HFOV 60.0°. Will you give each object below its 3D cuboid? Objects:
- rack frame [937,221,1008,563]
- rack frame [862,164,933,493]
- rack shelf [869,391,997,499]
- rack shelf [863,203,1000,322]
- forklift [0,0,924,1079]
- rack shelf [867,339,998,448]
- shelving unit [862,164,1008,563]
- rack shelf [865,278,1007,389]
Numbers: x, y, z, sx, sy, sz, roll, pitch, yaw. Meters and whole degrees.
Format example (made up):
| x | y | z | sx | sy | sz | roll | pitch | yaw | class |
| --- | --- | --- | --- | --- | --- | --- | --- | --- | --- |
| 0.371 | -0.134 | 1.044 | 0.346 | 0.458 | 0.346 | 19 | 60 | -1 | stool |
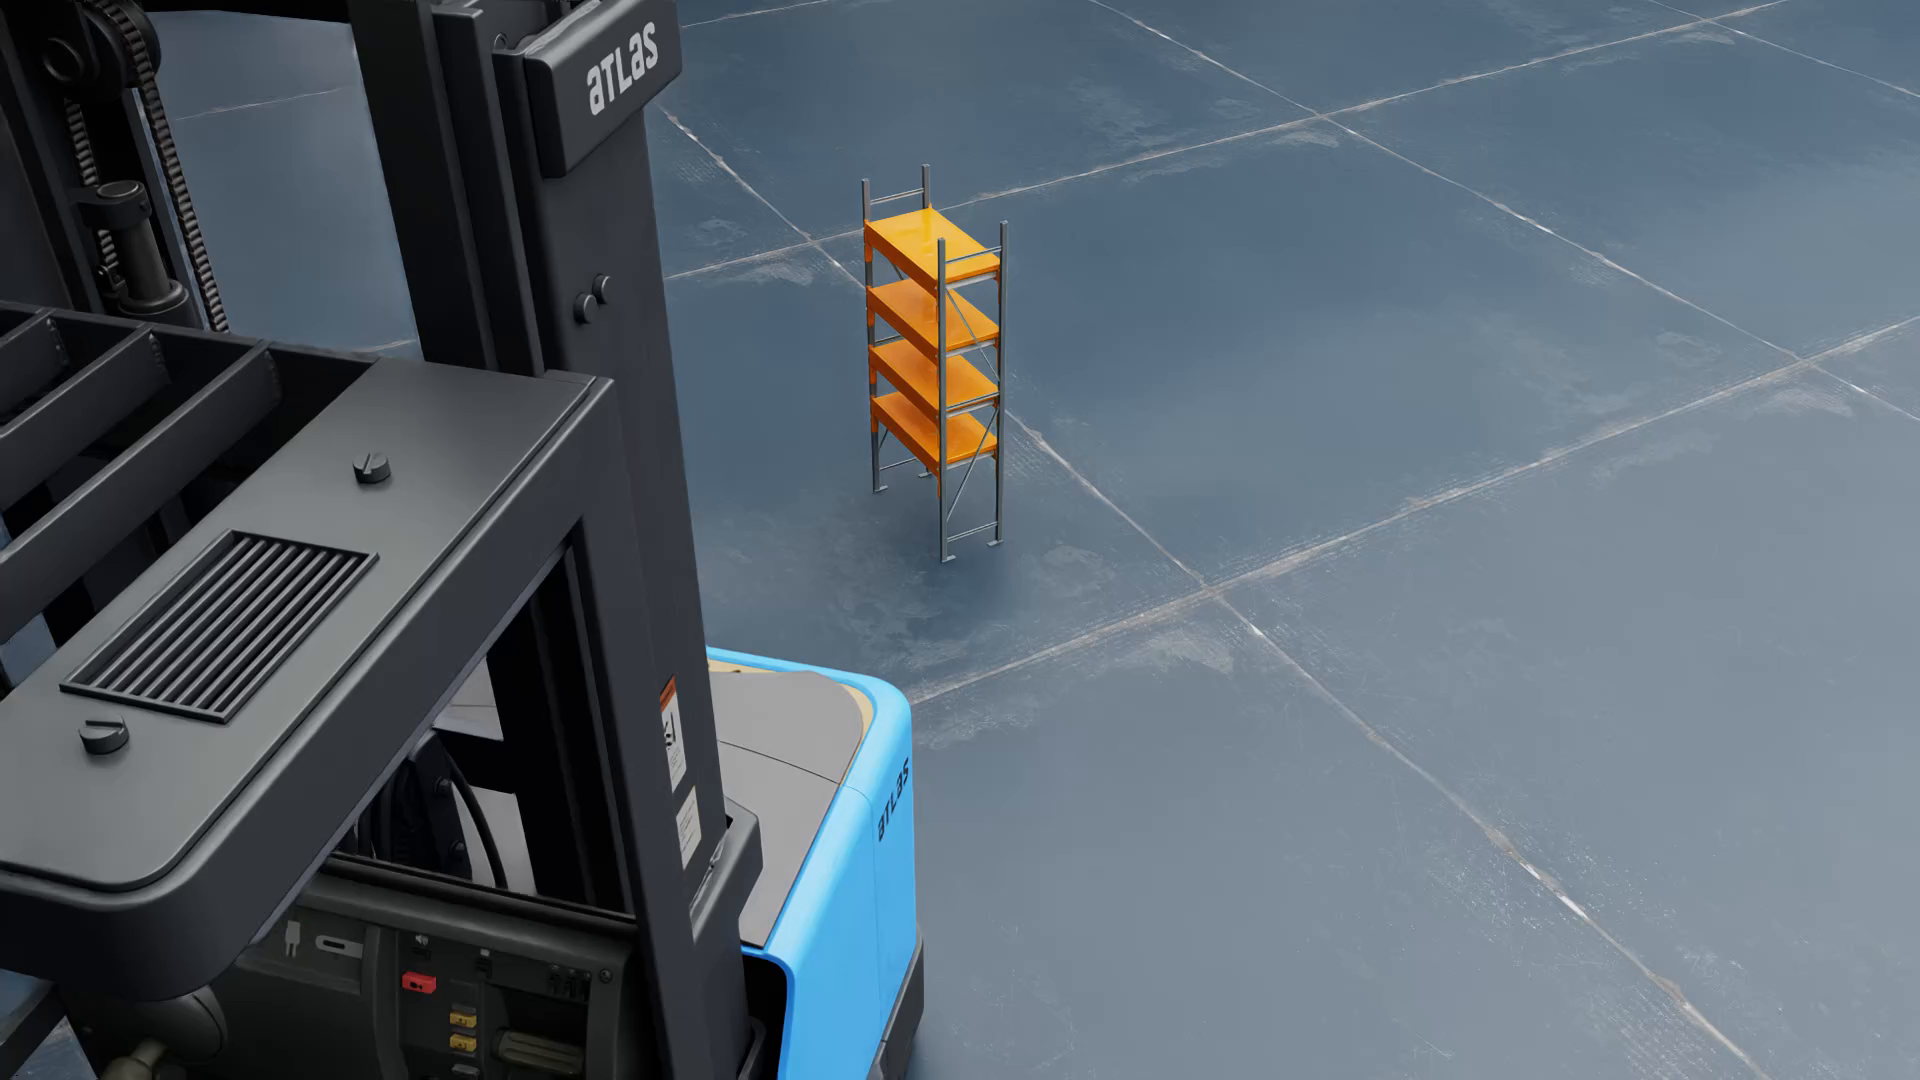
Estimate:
| x | y | z | sx | sy | sz | roll | pitch | yaw | class |
| --- | --- | --- | --- | --- | --- | --- | --- | --- | --- |
| 0.039 | -0.445 | 5.341 | 0.240 | 1.200 | 0.015 | -19 | 40 | -24 | rack frame |
| -0.206 | -0.693 | 5.682 | 0.240 | 1.200 | 0.015 | -19 | 40 | -24 | rack frame |
| -0.083 | -0.354 | 5.668 | 0.258 | 0.148 | 0.480 | -19 | 40 | -24 | rack shelf |
| -0.083 | -0.886 | 5.280 | 0.258 | 0.148 | 0.480 | -19 | 40 | -24 | rack shelf |
| -0.969 | 0.747 | 2.242 | 1.130 | 2.935 | 3.031 | 9 | 37 | 12 | forklift |
| -0.083 | -0.515 | 5.551 | 0.258 | 0.148 | 0.480 | -19 | 40 | -24 | rack shelf |
| -0.083 | -0.569 | 5.512 | 0.258 | 1.200 | 0.503 | -19 | 40 | -24 | shelving unit |
| -0.083 | -0.695 | 5.419 | 0.258 | 0.148 | 0.480 | -19 | 40 | -24 | rack shelf |
